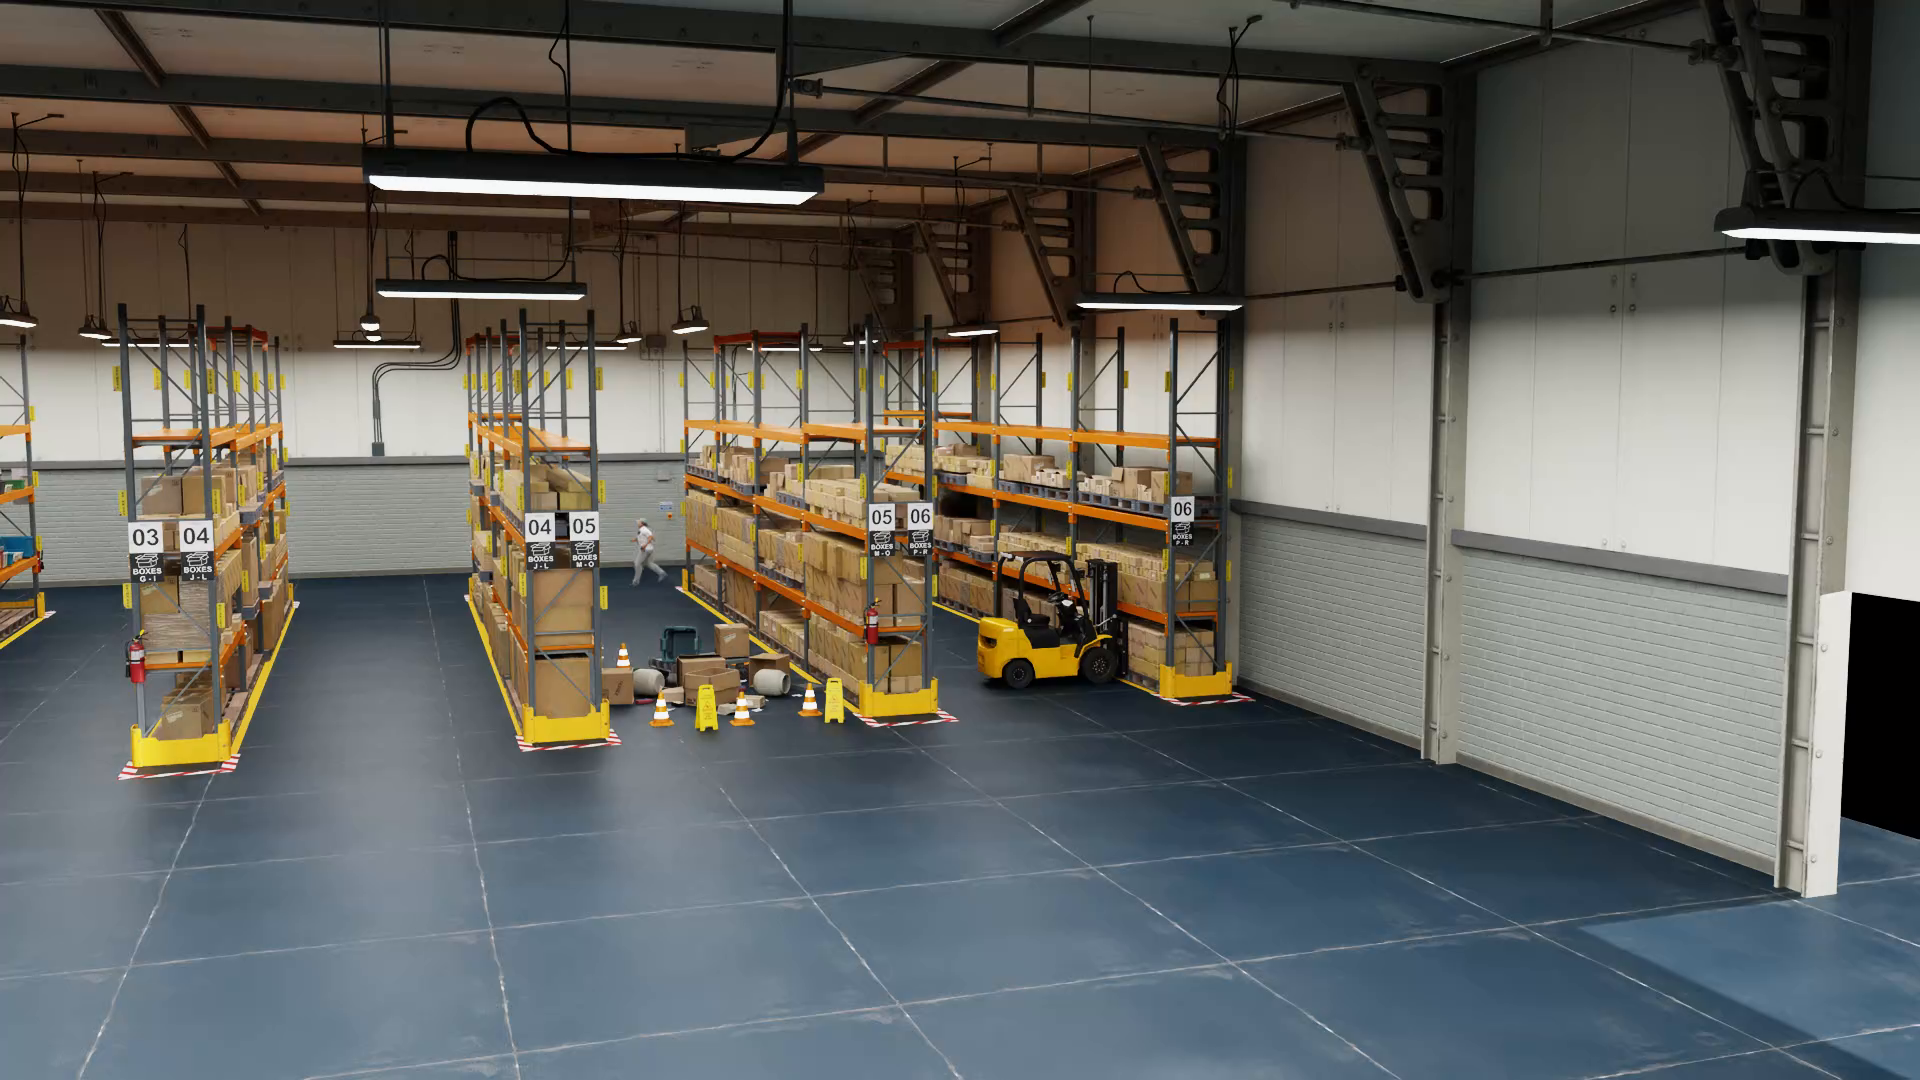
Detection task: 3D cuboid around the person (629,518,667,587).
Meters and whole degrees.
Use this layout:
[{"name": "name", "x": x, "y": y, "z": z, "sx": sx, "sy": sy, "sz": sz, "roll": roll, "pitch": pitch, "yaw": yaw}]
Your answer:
[{"name": "person", "x": -7.699, "y": 0.296, "z": 40.948, "sx": 0.939, "sy": 1.695, "sz": 0.614, "roll": -1, "pitch": 5, "yaw": -9}]
